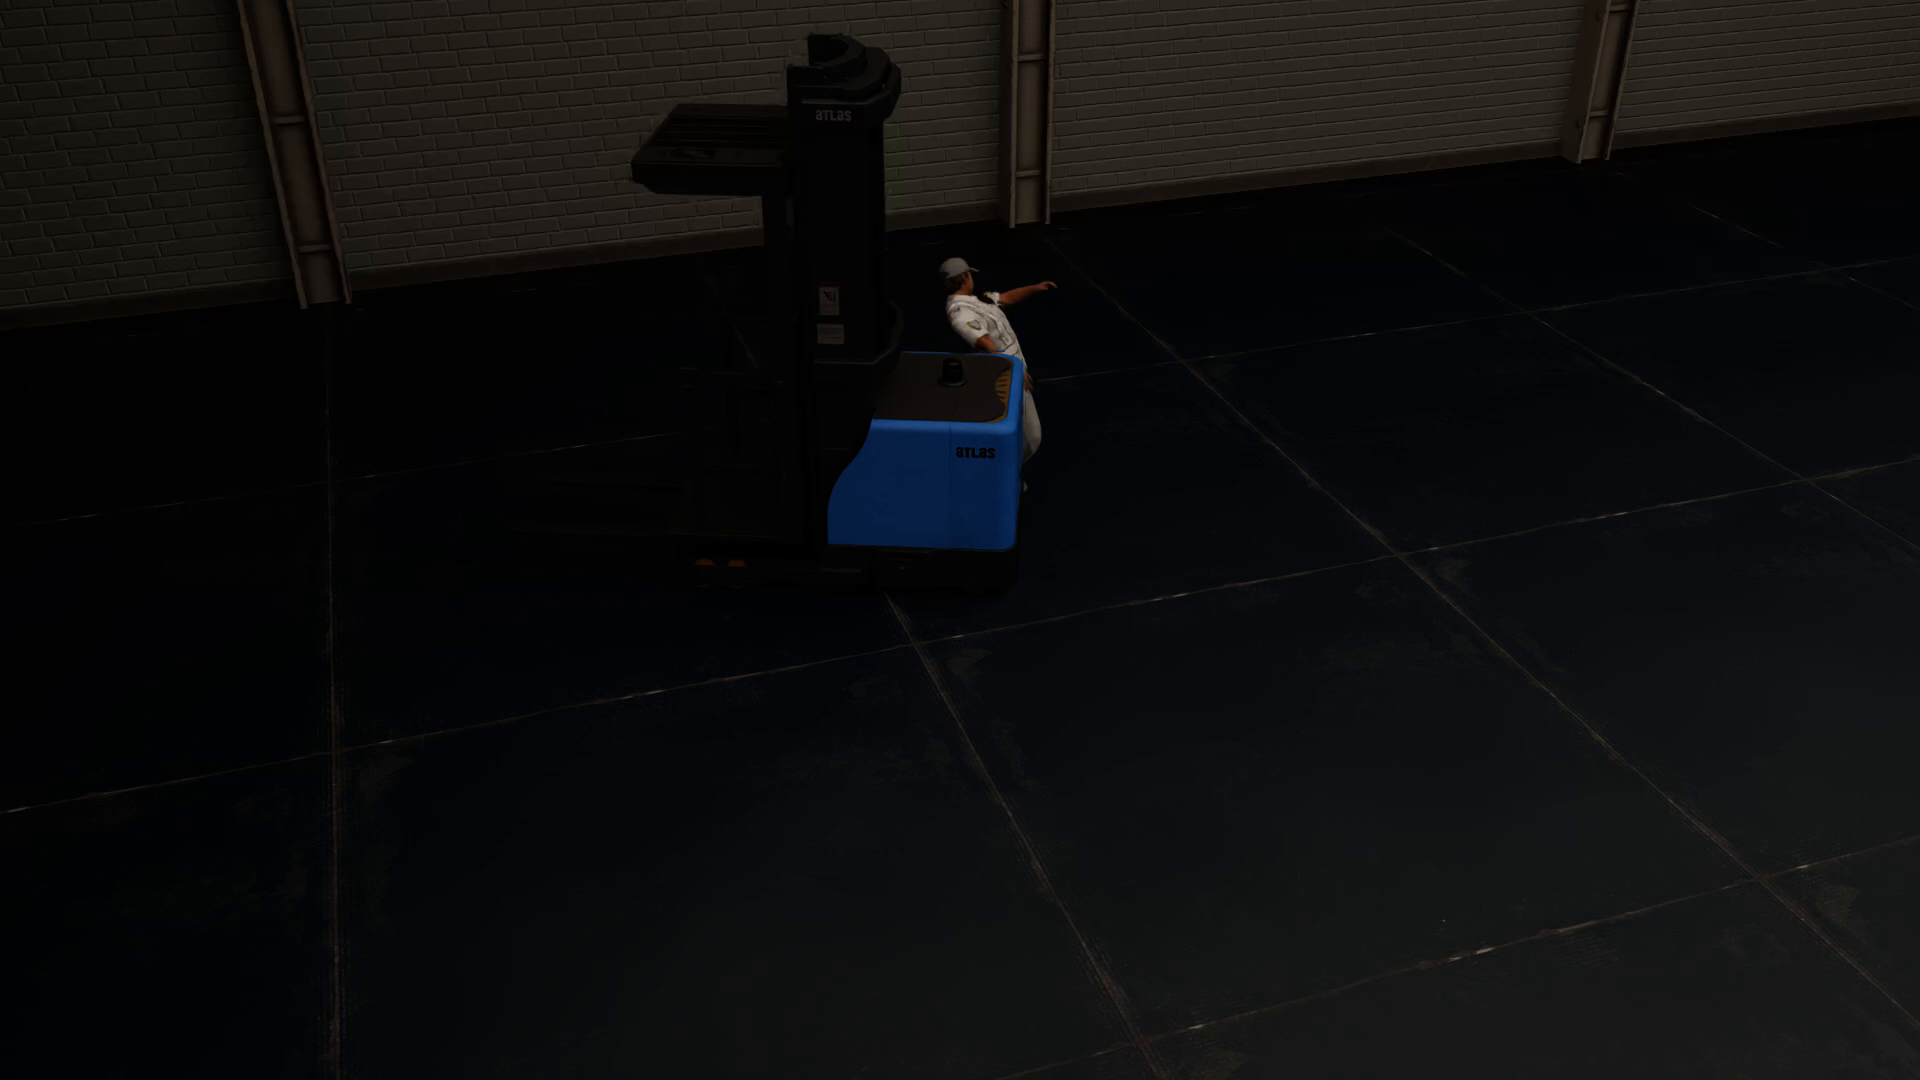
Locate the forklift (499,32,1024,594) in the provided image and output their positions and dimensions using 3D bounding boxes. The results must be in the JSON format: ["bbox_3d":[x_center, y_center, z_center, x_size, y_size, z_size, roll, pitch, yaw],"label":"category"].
[{"bbox_3d":[-1.156,-1.250,9.260,3.031,2.935,1.130,2,30,4],"label":"forklift"}]

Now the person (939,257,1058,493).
[{"bbox_3d":[0.227,-0.974,10.231,0.780,1.447,0.943,-8,31,-13],"label":"person"}]
